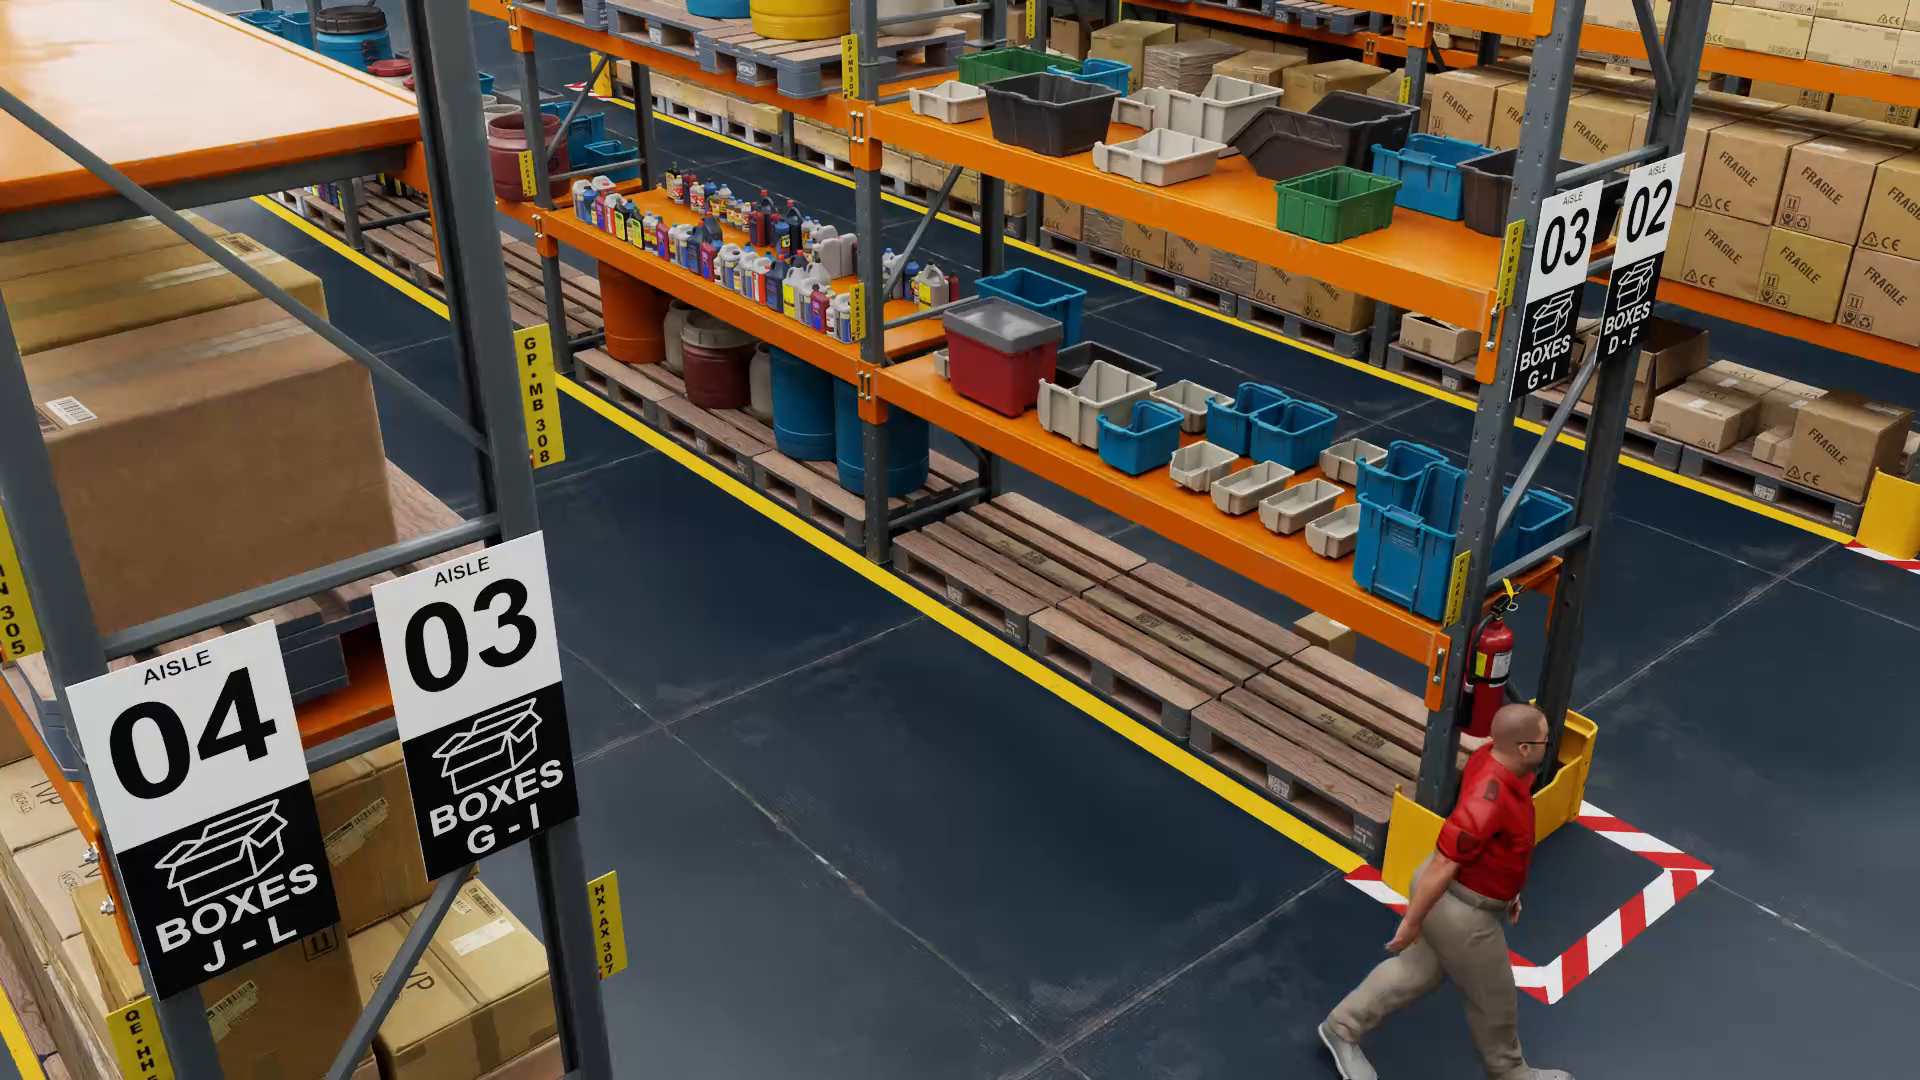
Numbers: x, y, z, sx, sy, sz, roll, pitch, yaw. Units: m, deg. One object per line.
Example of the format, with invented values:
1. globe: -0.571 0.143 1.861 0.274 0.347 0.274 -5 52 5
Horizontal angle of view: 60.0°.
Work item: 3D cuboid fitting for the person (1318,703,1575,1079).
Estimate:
1. person: 1.902 1.321 6.174 0.973 1.664 0.555 7 29 14
